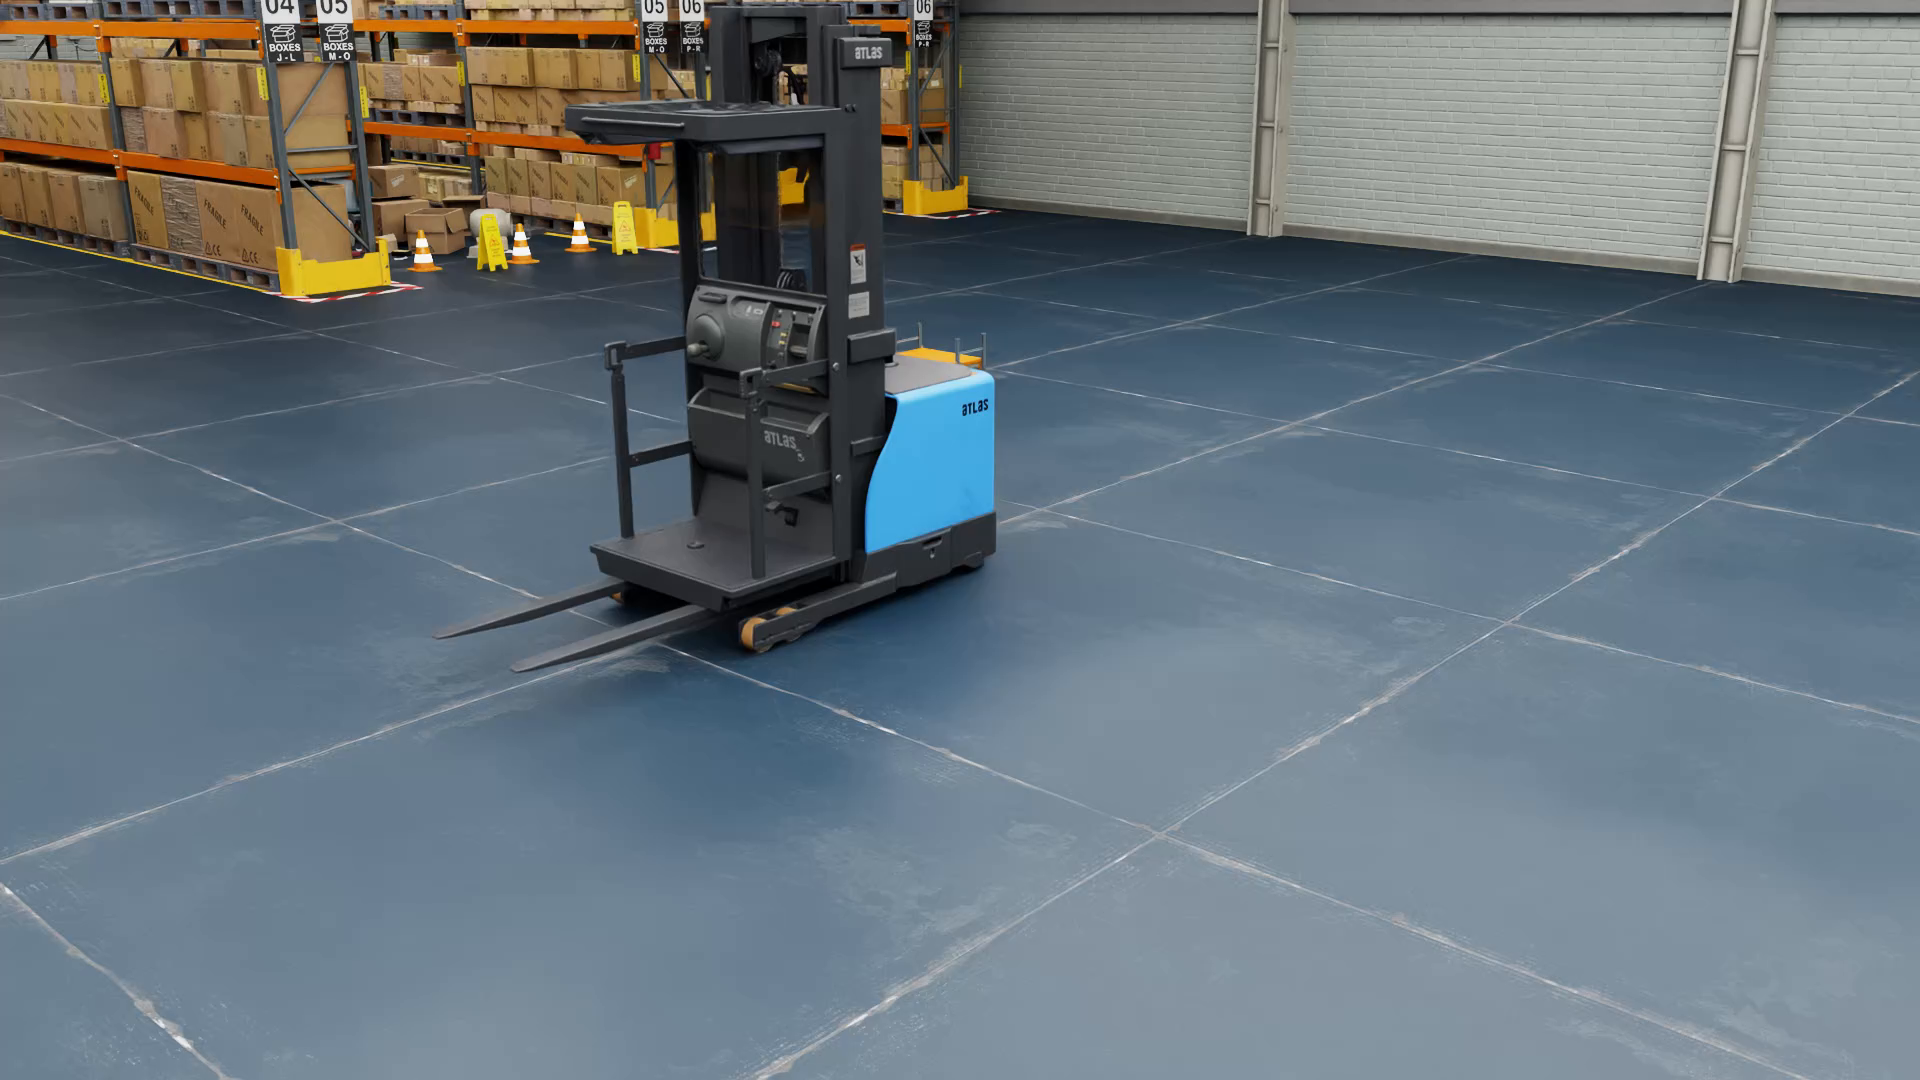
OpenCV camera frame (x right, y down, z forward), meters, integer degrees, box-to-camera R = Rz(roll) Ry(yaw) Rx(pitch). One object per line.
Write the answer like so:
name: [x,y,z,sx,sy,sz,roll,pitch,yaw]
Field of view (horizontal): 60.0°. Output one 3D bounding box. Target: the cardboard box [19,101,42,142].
cardboard box: [-11.958,-5.507,21.839,0.500,0.500,0.500,15,23,39]

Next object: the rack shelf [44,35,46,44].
rack shelf: [-14.369,-7.301,23.890,4.000,0.370,1.077,15,23,39]

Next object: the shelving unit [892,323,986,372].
shelving unit: [-0.124,-0.605,9.535,0.503,1.200,0.258,15,23,39]

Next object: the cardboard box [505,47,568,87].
cardboard box: [-5.761,-6.464,22.711,0.500,0.500,0.700,14,23,38]

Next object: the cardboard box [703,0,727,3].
cardboard box: [-4.083,-8.999,27.338,0.500,0.311,0.500,14,22,38]

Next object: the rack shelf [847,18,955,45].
rack shelf: [-1.884,-7.959,25.962,4.000,0.370,1.077,15,23,39]

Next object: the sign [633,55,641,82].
sign: [-4.063,-5.928,20.895,0.005,0.325,0.100,15,23,39]

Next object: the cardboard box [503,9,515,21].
cardboard box: [-6.023,-7.193,22.773,0.250,0.149,0.380,16,24,41]

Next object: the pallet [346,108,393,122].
pallet: [-9.059,-6.743,26.216,1.003,0.211,1.213,15,23,39]

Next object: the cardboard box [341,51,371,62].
cardboard box: [-9.870,-7.632,26.882,0.500,0.500,0.500,14,22,37]

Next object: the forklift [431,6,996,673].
forklift: [-1.148,-1.033,8.020,1.130,2.935,3.031,15,23,39]

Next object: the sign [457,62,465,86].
sign: [-7.037,-6.576,23.458,0.005,0.325,0.100,15,23,39]

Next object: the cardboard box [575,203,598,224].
cardboard box: [-4.845,-4.444,22.506,0.500,0.250,0.500,15,23,39]

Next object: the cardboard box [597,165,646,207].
cardboard box: [-4.452,-4.696,22.061,0.500,0.500,0.500,15,23,40]

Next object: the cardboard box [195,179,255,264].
cardboard box: [-8.100,-3.691,19.103,0.875,0.875,0.875,15,23,38]

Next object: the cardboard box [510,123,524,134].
cardboard box: [-6.045,-5.751,23.191,0.250,0.149,0.380,16,24,41]

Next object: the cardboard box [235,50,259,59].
cardboard box: [-11.744,-7.930,27.822,0.500,0.500,0.500,14,23,38]

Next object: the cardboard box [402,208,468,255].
cardboard box: [-6.674,-3.937,21.185,0.637,0.503,0.797,0,18,2]

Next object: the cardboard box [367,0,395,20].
cardboard box: [-8.503,-8.132,25.148,0.637,0.503,0.797,15,23,39]

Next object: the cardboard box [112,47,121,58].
cardboard box: [-15.477,-8.923,30.950,0.500,0.500,0.500,14,23,38]

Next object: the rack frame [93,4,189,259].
rack frame: [-9.881,-5.010,20.439,0.127,3.000,1.000,15,23,39]

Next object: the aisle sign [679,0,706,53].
aisle sign: [-3.427,-6.644,21.289,0.004,0.787,0.394,15,23,39]

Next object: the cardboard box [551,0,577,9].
cardboard box: [-5.008,-7.093,21.800,0.500,0.250,0.500,16,24,41]

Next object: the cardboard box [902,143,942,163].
cardboard box: [-0.622,-5.976,25.682,0.500,0.250,0.500,15,23,38]

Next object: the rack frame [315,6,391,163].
rack frame: [-9.663,-6.953,26.562,0.127,3.000,1.000,15,23,39]

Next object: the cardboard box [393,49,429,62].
cardboard box: [-11.072,-9.658,33.601,0.500,0.500,0.500,16,23,41]

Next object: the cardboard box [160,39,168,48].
cardboard box: [-14.011,-8.850,29.650,0.250,0.149,0.380,14,23,38]

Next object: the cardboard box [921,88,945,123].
cardboard box: [-0.574,-6.681,25.538,0.500,0.500,0.500,16,24,41]

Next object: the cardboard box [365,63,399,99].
cardboard box: [-8.684,-6.992,25.333,0.500,0.500,0.500,16,23,40]

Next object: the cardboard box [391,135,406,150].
cardboard box: [-11.347,-8.367,34.456,0.500,0.500,0.700,16,24,41]

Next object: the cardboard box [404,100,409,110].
cardboard box: [-8.122,-6.556,25.030,0.250,0.149,0.380,14,22,37]

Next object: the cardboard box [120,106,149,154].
cardboard box: [-9.598,-5.010,20.191,0.550,0.550,0.875,15,23,39]

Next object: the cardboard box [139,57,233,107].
cardboard box: [-9.140,-5.430,19.729,0.550,0.550,0.875,15,23,39]

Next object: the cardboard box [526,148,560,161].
cardboard box: [-5.767,-5.332,22.992,0.250,0.149,0.380,17,24,42]

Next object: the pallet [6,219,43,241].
pallet: [-12.334,-4.308,22.839,1.213,0.211,1.003,15,23,39]

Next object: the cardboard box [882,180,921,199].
cardboard box: [-0.949,-5.383,25.466,0.500,0.250,0.500,15,23,40]

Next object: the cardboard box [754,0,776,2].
cardboard box: [-2.919,-8.687,26.353,0.500,0.311,0.500,16,23,40]

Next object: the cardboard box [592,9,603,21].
cardboard box: [-4.516,-6.769,21.438,0.250,0.149,0.380,16,24,41]

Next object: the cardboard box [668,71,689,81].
cardboard box: [-4.758,-7.899,28.304,0.250,0.149,0.380,15,23,40]

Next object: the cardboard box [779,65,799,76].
cardboard box: [-2.761,-7.485,26.509,0.250,0.149,0.380,16,23,40]

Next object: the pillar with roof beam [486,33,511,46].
pillar with roof beam: [-12.143,-11.109,29.740,0.400,9.000,9.100,15,23,39]

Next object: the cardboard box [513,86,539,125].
cardboard box: [-5.769,-5.989,22.866,0.500,0.500,0.500,15,23,39]

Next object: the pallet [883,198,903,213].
pallet: [-0.987,-5.286,25.917,1.213,0.211,1.003,15,23,39]

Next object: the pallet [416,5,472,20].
pallet: [-7.062,-7.638,24.073,1.003,0.211,1.213,15,23,39]

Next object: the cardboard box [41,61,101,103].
cardboard box: [-11.397,-5.938,21.547,0.500,0.500,0.700,15,23,39]

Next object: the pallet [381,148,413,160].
pallet: [-11.701,-8.179,35.034,1.213,0.211,1.003,15,23,39]

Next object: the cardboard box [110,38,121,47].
cardboard box: [-15.565,-9.259,30.937,0.250,0.149,0.380,16,23,40]

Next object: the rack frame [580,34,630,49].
rack frame: [-6.371,-8.077,30.103,0.127,3.000,1.000,15,23,39]

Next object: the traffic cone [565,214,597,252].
traffic cone: [-4.857,-3.932,21.237,0.334,0.463,0.336,15,23,39]
